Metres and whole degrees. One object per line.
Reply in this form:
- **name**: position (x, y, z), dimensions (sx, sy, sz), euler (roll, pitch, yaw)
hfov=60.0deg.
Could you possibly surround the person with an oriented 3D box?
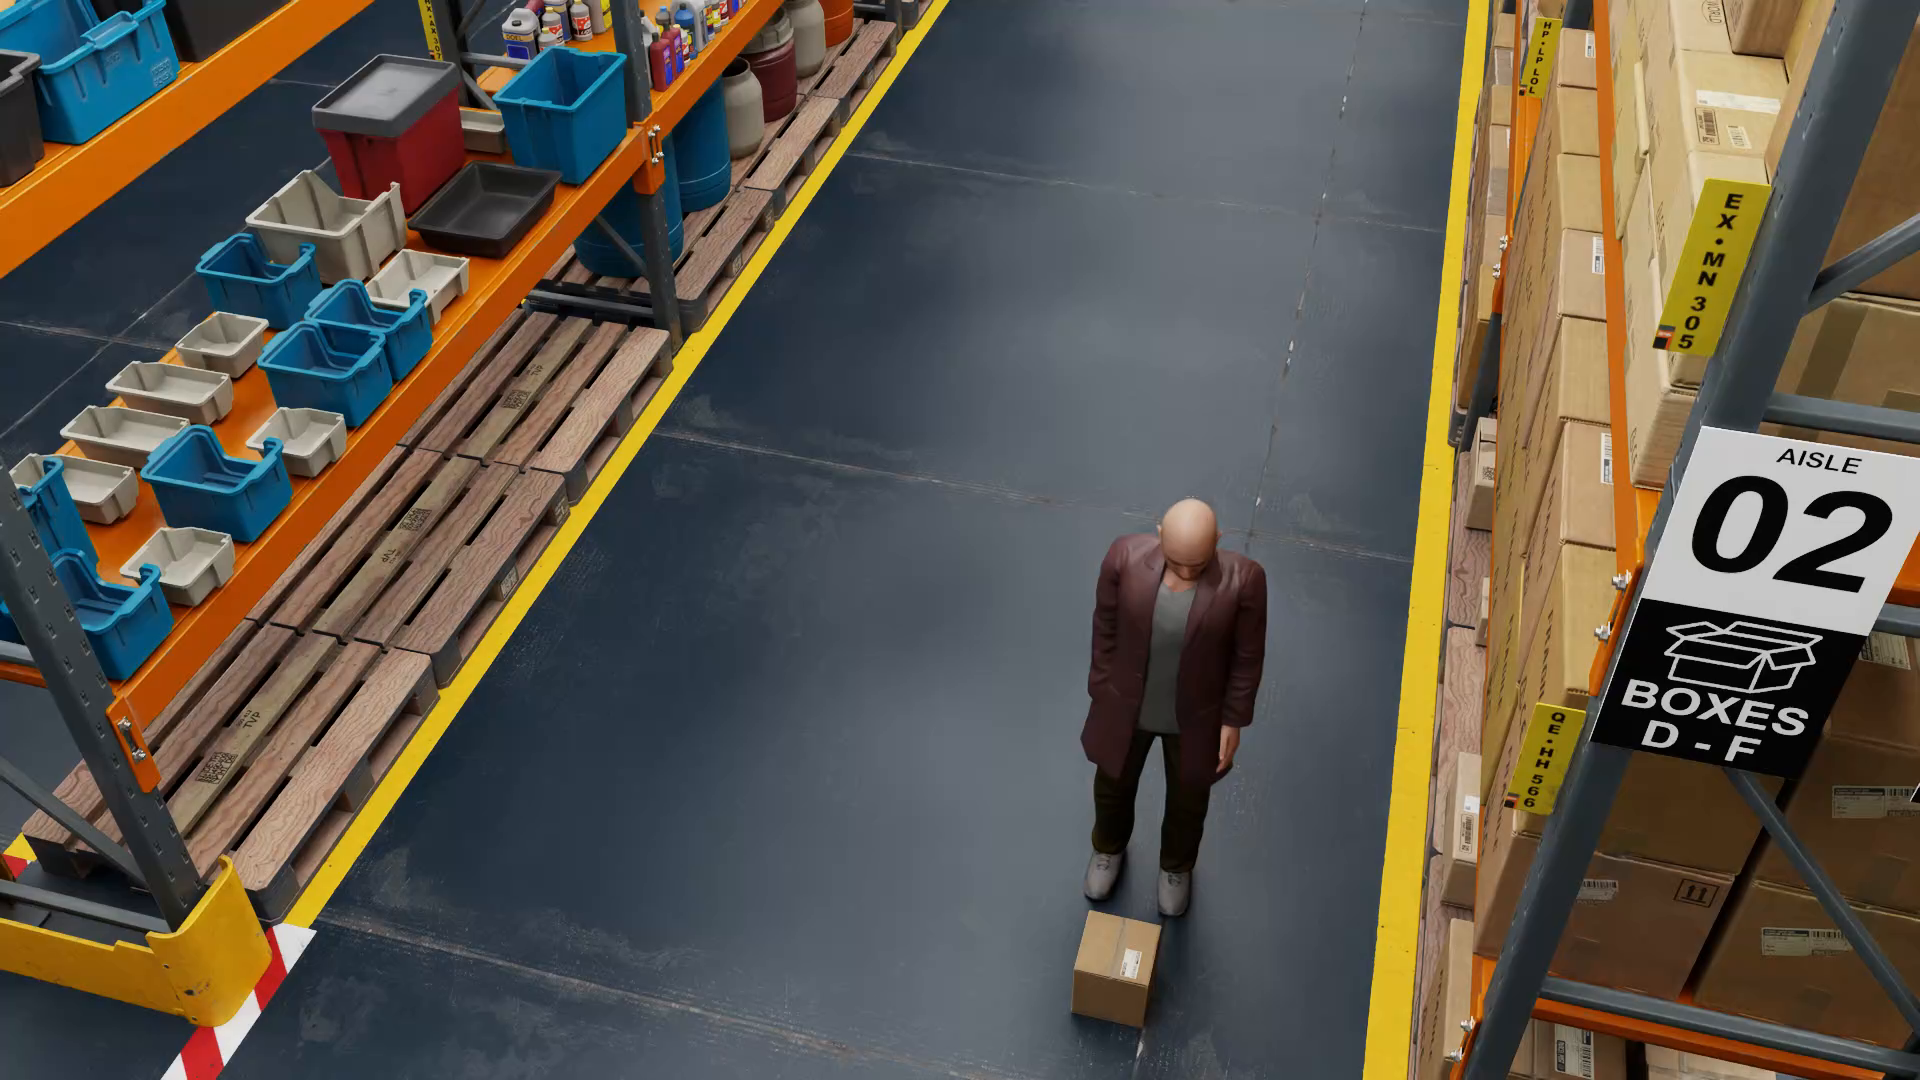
- **person**: position (0.692, 0.560, 5.529), dimensions (0.567, 1.765, 0.378), euler (11, 42, 12)
